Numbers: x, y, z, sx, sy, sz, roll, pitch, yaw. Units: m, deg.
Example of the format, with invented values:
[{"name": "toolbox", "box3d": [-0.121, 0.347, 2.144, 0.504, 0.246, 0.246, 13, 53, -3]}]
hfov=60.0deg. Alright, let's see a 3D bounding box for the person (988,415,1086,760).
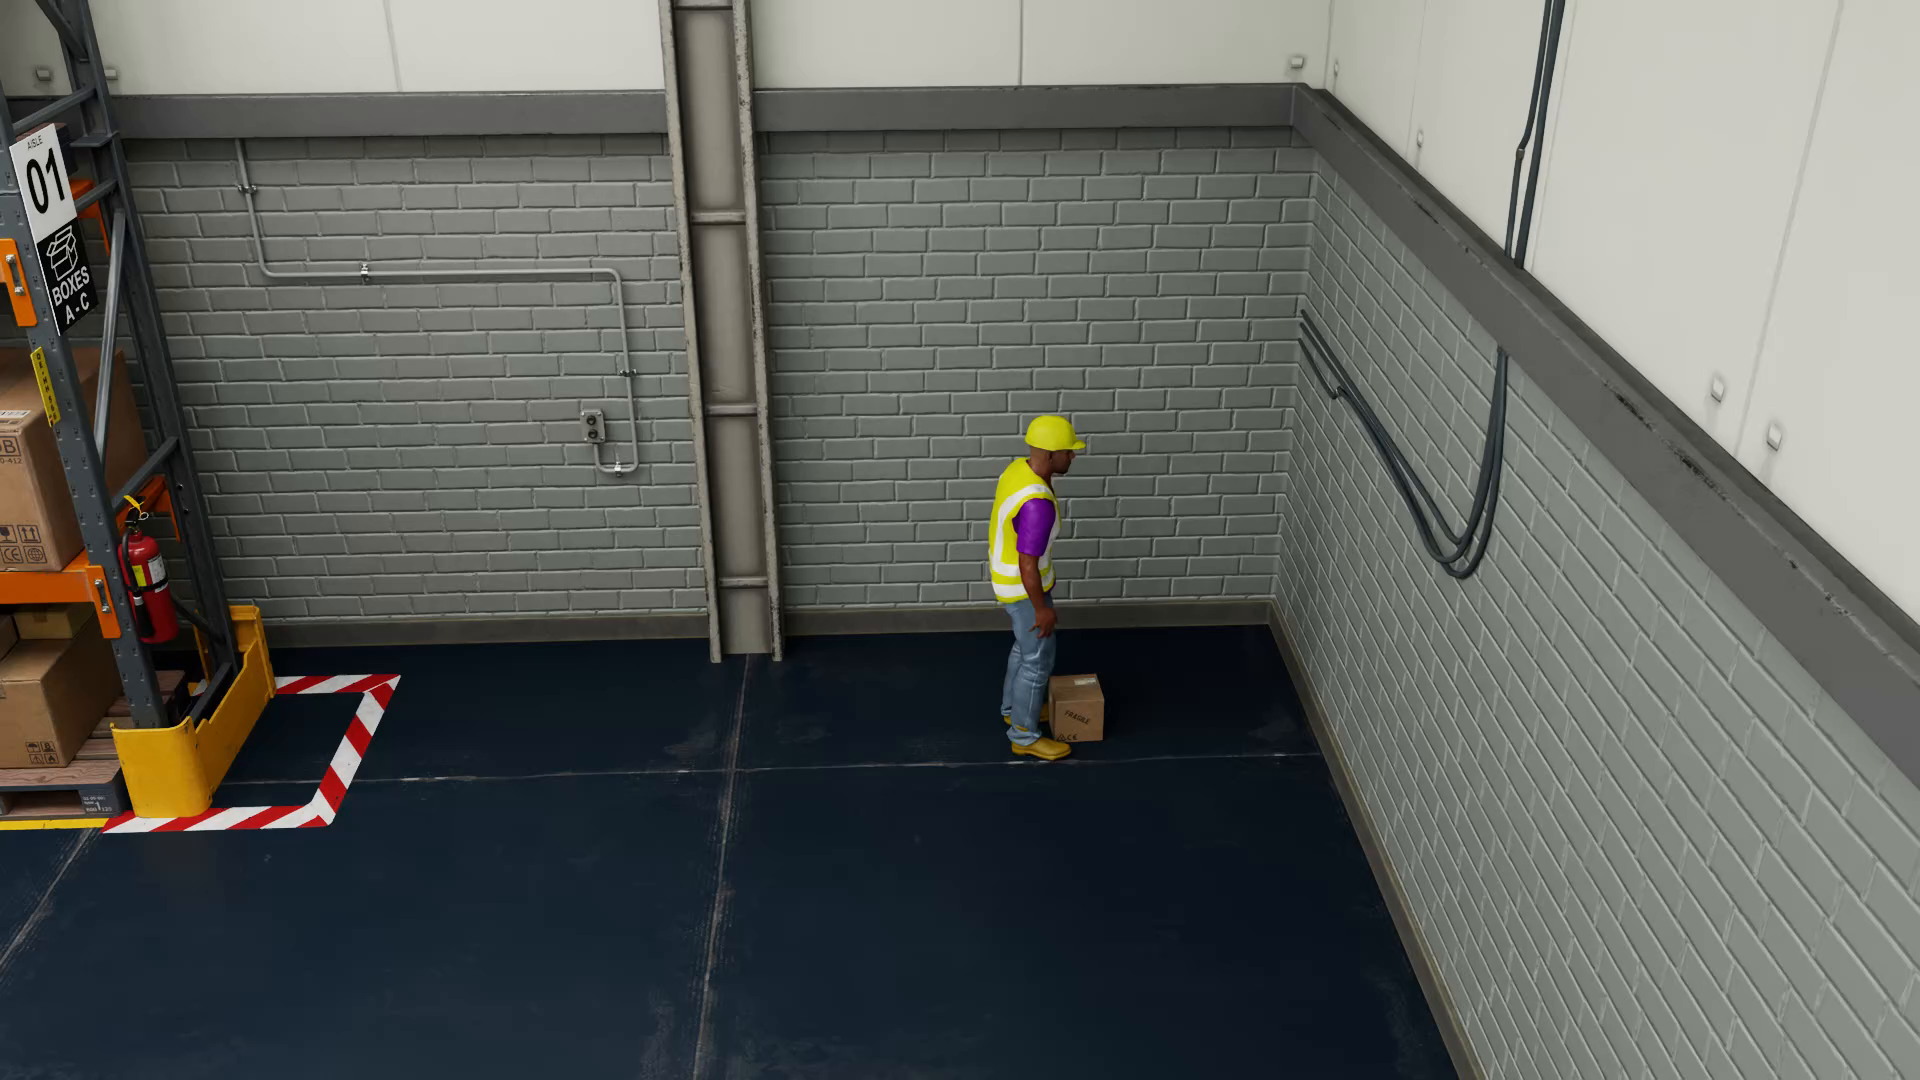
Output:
[{"name": "person", "box3d": [0.369, 0.211, 8.192, 0.458, 1.761, 0.628, -1, 27, -2]}]
